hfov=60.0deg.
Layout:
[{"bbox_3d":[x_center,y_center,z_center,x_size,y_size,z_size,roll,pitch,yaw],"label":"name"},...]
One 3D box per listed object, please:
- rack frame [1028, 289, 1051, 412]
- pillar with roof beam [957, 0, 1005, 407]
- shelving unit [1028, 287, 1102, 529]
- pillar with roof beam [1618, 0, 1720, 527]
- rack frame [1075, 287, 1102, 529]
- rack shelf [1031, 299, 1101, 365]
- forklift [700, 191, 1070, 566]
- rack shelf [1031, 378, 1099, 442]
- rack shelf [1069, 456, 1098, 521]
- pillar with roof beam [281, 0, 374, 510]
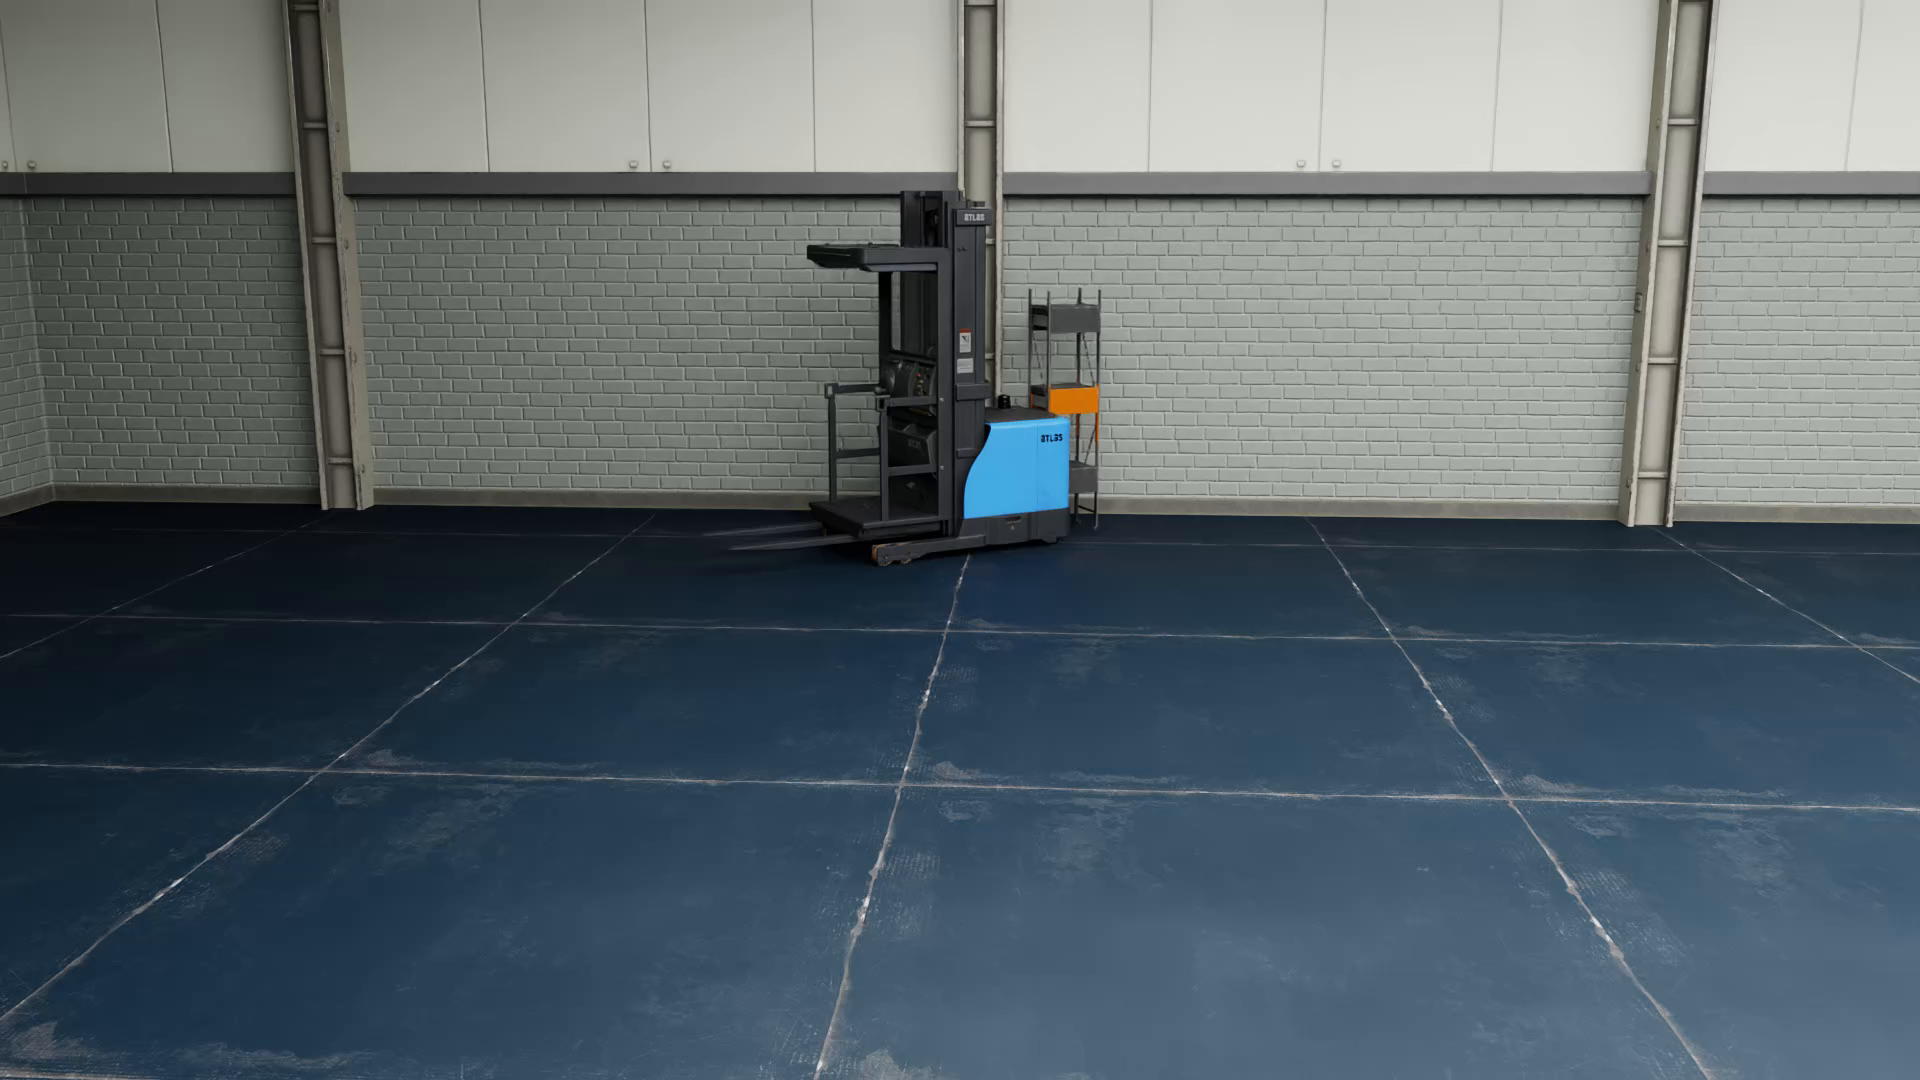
[{"bbox_3d":[0.684,-1.122,14.505,0.015,2.100,0.400,-5,13,-23],"label":"rack frame"},{"bbox_3d":[-0.103,-3.759,10.259,0.400,9.000,9.100,1,12,4],"label":"pillar with roof beam"},{"bbox_3d":[0.908,-1.142,14.601,0.503,2.100,0.431,-5,13,-23],"label":"shelving unit"},{"bbox_3d":[5.884,-3.677,9.867,0.400,9.000,9.100,1,12,4],"label":"pillar with roof beam"},{"bbox_3d":[1.131,-1.162,14.697,0.015,2.100,0.400,-5,13,-23],"label":"rack frame"},{"bbox_3d":[0.908,-1.814,14.460,0.480,0.518,0.431,-5,13,-23],"label":"rack shelf"},{"bbox_3d":[-0.607,-1.352,13.573,3.031,2.935,1.130,-6,13,-28],"label":"forklift"},{"bbox_3d":[0.908,-1.129,14.604,0.480,0.518,0.431,-5,13,-23],"label":"rack shelf"},{"bbox_3d":[0.908,-0.444,14.747,0.480,0.518,0.431,-5,13,-23],"label":"rack shelf"},{"bbox_3d":[-6.089,-3.841,10.652,0.400,9.000,9.100,1,12,4],"label":"pillar with roof beam"}]
